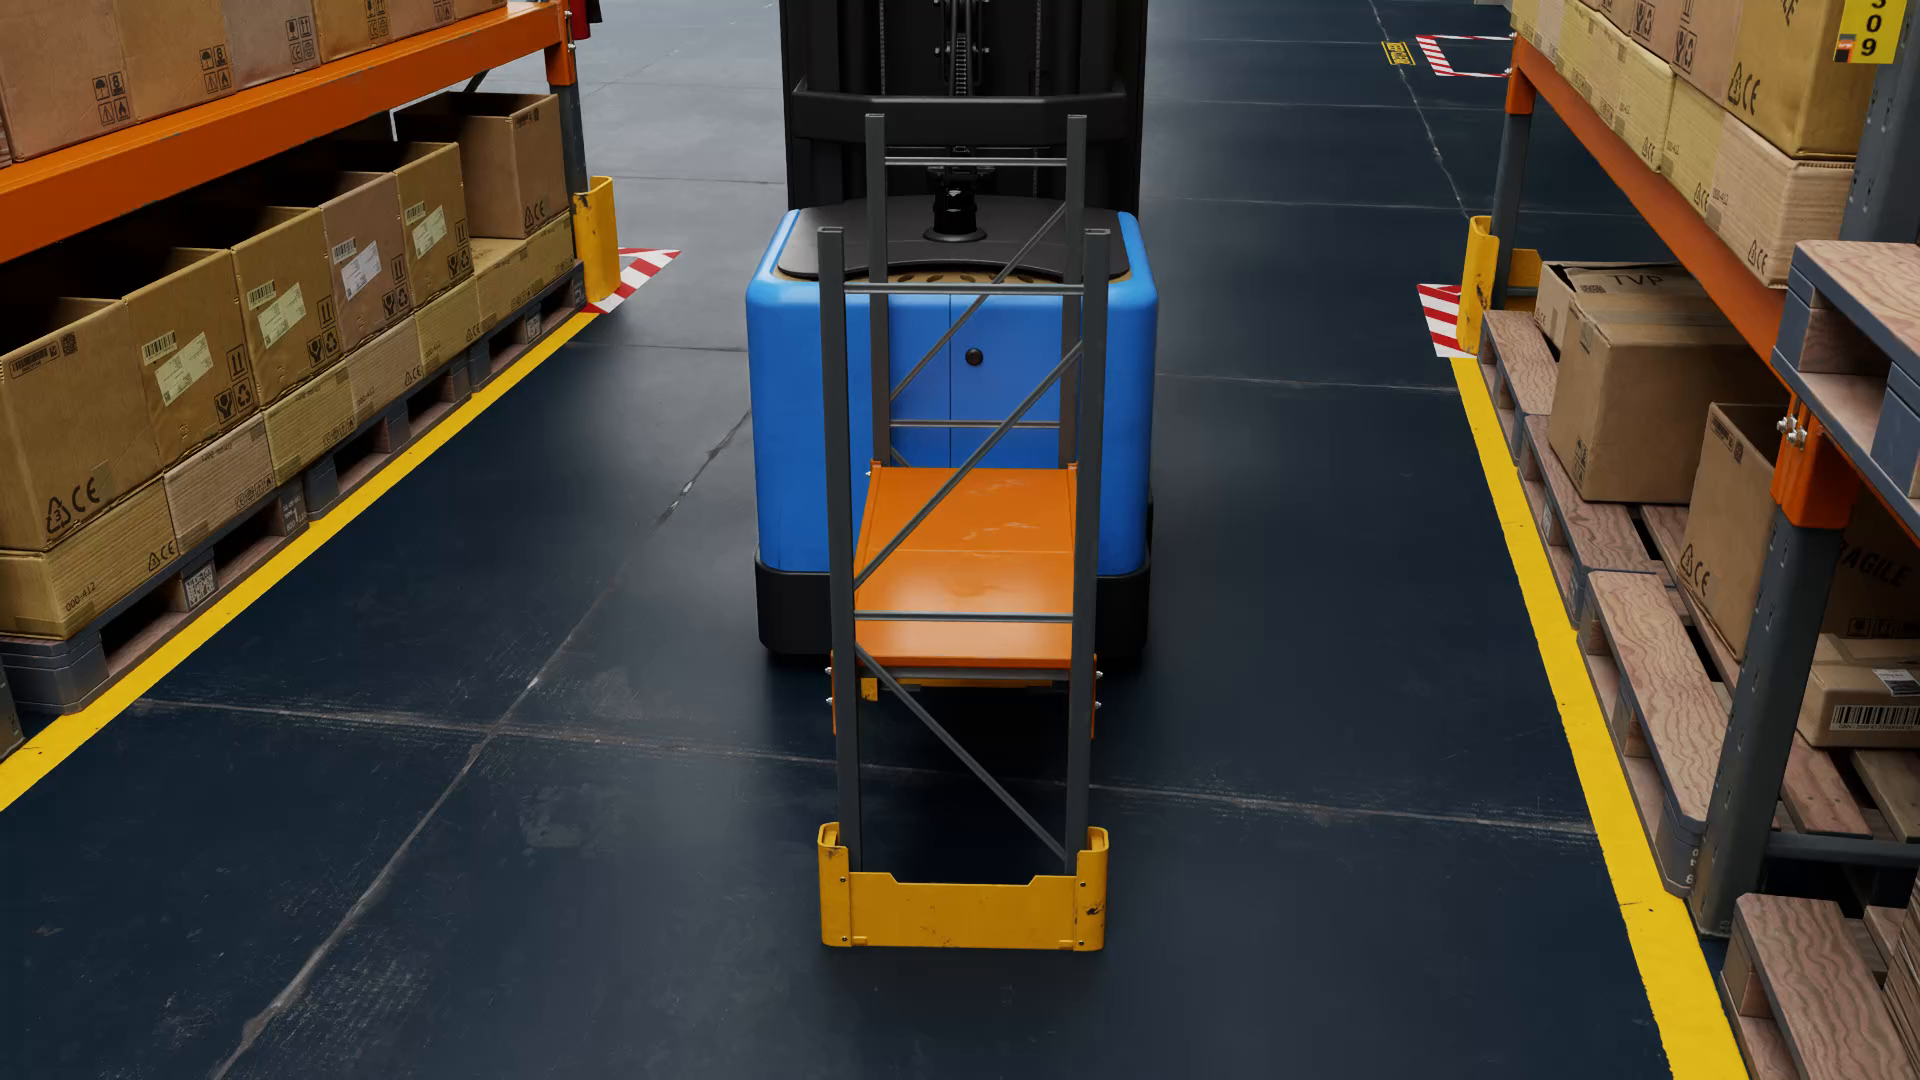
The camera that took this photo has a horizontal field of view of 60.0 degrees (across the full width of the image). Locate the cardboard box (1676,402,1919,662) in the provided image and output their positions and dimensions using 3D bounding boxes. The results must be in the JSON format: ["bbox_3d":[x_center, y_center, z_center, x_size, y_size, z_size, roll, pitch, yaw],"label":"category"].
[{"bbox_3d":[2.177,-0.021,4.187,0.500,0.500,0.500,2,25,5],"label":"cardboard box"}]

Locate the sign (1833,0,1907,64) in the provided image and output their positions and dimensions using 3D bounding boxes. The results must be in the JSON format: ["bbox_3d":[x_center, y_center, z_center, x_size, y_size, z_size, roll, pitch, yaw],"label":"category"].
[{"bbox_3d":[1.511,-0.944,2.707,0.100,0.325,0.005,4,25,9],"label":"sign"}]

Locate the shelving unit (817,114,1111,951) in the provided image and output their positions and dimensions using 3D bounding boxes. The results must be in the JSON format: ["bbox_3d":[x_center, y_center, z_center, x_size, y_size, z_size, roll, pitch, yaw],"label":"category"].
[{"bbox_3d":[0.021,-0.062,3.613,0.587,1.500,1.083,1,25,2],"label":"shelving unit"}]

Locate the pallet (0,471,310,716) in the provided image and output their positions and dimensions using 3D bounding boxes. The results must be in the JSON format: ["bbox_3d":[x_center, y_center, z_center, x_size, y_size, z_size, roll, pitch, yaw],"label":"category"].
[{"bbox_3d":[-2.669,0.074,4.842,1.003,0.211,1.213,4,25,9],"label":"pallet"}]

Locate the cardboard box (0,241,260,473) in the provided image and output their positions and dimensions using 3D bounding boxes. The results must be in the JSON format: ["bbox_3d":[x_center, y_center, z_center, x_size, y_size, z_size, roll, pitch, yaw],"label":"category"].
[{"bbox_3d":[-2.382,-0.525,4.698,0.500,0.500,0.500,4,25,9],"label":"cardboard box"}]

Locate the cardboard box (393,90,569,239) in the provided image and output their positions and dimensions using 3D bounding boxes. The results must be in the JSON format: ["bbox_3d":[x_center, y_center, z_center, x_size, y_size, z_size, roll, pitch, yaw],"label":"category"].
[{"bbox_3d":[-1.981,-1.572,6.933,0.500,0.500,0.500,4,25,9],"label":"cardboard box"}]

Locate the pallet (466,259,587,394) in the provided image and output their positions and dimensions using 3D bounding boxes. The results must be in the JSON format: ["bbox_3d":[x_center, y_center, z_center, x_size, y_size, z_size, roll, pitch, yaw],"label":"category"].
[{"bbox_3d":[-2.271,-0.946,7.023,1.003,0.211,1.213,4,25,9],"label":"pallet"}]

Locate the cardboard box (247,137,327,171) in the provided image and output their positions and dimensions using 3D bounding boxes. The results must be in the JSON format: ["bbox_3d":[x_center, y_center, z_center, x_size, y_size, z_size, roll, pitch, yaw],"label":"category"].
[{"bbox_3d":[-2.643,-1.188,6.114,0.500,0.500,0.500,4,25,9],"label":"cardboard box"}]

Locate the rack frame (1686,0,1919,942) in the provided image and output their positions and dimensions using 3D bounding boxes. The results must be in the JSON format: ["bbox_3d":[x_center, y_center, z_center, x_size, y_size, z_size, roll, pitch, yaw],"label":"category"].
[{"bbox_3d":[2.047,-0.517,2.817,1.000,3.000,0.127,4,25,9],"label":"rack frame"}]

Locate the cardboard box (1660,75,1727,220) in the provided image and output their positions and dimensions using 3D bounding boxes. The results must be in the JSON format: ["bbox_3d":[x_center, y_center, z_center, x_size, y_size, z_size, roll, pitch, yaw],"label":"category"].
[{"bbox_3d":[1.915,-0.885,3.757,0.500,0.250,0.500,4,25,9],"label":"cardboard box"}]

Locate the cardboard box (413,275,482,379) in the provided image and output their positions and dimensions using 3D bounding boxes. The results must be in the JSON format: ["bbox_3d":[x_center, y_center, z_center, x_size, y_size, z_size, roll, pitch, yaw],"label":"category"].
[{"bbox_3d":[-2.133,-0.813,6.196,0.500,0.250,0.500,4,25,9],"label":"cardboard box"}]

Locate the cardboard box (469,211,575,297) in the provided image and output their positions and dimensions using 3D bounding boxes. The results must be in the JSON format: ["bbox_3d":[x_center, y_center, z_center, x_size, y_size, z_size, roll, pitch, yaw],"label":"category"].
[{"bbox_3d":[-1.983,-1.232,7.092,0.500,0.250,0.500,4,25,9],"label":"cardboard box"}]

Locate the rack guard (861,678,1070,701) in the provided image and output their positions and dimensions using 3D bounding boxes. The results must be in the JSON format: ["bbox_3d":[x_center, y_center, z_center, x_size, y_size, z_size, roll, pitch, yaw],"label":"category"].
[{"bbox_3d":[0.036,0.293,4.329,0.587,0.250,0.087,1,25,2],"label":"rack guard"}]

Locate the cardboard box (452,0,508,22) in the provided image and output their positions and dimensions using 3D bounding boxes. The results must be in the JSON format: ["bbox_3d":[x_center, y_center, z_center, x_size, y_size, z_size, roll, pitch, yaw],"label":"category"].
[{"bbox_3d":[-2.276,-2.383,6.685,0.700,0.500,0.500,4,25,9],"label":"cardboard box"}]

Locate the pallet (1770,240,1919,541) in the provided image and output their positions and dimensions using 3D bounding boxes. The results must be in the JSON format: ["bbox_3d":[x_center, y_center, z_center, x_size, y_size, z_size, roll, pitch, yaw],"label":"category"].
[{"bbox_3d":[1.779,-0.121,2.196,1.003,0.211,1.213,4,25,9],"label":"pallet"}]

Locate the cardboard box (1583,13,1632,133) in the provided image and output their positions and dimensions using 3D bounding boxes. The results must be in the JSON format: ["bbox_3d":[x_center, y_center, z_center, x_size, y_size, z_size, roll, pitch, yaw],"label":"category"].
[{"bbox_3d":[2.063,-1.307,4.658,0.500,0.250,0.500,4,25,9],"label":"cardboard box"}]

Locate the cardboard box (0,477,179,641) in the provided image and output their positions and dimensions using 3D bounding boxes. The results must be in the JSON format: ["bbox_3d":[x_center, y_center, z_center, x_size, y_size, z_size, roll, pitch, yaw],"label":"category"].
[{"bbox_3d":[-2.466,0.023,4.410,0.500,0.250,0.500,4,25,9],"label":"cardboard box"}]

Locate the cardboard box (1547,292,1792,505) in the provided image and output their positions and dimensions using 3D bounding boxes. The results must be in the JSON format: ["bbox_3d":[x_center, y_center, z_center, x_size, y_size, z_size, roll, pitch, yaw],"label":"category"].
[{"bbox_3d":[2.237,-0.432,5.065,0.700,0.500,0.500,2,25,5],"label":"cardboard box"}]

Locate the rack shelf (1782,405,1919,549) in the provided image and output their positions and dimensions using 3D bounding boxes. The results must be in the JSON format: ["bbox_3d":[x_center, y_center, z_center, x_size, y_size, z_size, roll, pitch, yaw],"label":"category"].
[{"bbox_3d":[1.720,0.645,1.182,1.077,0.370,4.000,4,25,9],"label":"rack shelf"}]

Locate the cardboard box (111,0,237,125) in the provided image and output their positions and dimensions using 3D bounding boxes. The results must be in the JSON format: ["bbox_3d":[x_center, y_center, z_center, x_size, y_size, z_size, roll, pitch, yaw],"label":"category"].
[{"bbox_3d":[-2.609,-1.521,4.843,0.700,0.500,0.500,4,25,9],"label":"cardboard box"}]

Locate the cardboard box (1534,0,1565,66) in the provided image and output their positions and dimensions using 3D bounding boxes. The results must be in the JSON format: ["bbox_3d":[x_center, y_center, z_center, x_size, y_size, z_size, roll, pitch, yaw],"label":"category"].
[{"bbox_3d":[2.237,-1.731,5.563,0.500,0.250,0.500,3,25,7],"label":"cardboard box"}]

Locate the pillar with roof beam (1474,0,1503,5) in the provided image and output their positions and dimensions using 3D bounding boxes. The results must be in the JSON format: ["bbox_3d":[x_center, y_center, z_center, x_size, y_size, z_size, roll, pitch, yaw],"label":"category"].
[{"bbox_3d":[1.154,-9.872,15.725,9.100,9.000,0.400,4,25,9],"label":"pillar with roof beam"}]

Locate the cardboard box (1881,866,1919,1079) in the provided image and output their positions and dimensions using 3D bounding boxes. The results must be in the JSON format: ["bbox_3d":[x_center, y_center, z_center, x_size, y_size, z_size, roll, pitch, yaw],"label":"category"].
[{"bbox_3d":[1.943,0.725,2.593,0.700,0.500,0.500,5,26,10],"label":"cardboard box"}]

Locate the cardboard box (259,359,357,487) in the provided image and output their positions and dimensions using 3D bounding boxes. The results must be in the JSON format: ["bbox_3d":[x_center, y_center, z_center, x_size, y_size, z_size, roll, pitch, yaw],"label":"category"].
[{"bbox_3d":[-2.292,-0.394,5.302,0.500,0.250,0.500,4,25,9],"label":"cardboard box"}]

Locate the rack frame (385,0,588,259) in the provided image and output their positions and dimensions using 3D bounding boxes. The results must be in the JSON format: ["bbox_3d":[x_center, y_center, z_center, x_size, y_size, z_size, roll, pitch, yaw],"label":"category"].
[{"bbox_3d":[-2.187,-2.532,7.121,1.000,3.000,0.127,4,25,9],"label":"rack frame"}]

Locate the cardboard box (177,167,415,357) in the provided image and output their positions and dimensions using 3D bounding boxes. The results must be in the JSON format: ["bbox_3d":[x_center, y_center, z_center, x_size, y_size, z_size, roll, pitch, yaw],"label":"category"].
[{"bbox_3d":[-2.213,-0.943,5.590,0.500,0.500,0.500,4,25,9],"label":"cardboard box"}]

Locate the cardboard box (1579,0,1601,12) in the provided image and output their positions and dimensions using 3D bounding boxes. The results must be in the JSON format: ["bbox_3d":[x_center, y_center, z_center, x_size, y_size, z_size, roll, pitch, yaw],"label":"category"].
[{"bbox_3d":[2.145,-1.871,4.977,0.500,0.500,0.500,3,25,7],"label":"cardboard box"}]

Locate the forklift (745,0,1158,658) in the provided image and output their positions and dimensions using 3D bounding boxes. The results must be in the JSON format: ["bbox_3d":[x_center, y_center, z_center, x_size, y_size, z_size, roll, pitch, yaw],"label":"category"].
[{"bbox_3d":[0.017,-1.594,5.198,1.130,2.935,3.031,1,25,1],"label":"forklift"}]

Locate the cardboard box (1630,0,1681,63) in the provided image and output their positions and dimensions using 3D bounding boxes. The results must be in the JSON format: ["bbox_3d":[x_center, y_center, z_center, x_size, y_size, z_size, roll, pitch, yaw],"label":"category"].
[{"bbox_3d":[1.988,-1.436,4.049,0.500,0.500,0.500,3,25,7],"label":"cardboard box"}]

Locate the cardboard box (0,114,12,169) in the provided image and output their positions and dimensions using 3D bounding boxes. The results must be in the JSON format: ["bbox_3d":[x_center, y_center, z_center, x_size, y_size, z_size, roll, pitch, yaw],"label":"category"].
[{"bbox_3d":[-2.774,-1.090,3.923,0.700,0.500,0.500,3,25,7],"label":"cardboard box"}]

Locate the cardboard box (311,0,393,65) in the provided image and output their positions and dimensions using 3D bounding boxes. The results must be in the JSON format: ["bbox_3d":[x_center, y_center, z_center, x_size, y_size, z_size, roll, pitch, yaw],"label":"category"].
[{"bbox_3d":[-2.444,-1.956,5.772,0.700,0.500,0.500,4,25,9],"label":"cardboard box"}]

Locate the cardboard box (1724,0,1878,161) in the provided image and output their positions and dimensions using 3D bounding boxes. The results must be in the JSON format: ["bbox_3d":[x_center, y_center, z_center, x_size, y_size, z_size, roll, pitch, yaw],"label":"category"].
[{"bbox_3d":[1.819,-1.017,3.154,0.500,0.500,0.500,4,25,8],"label":"cardboard box"}]

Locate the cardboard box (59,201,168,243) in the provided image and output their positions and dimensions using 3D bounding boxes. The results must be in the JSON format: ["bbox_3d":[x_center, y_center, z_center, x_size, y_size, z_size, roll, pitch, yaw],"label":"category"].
[{"bbox_3d":[-2.809,-0.770,5.221,0.500,0.500,0.500,4,25,9],"label":"cardboard box"}]

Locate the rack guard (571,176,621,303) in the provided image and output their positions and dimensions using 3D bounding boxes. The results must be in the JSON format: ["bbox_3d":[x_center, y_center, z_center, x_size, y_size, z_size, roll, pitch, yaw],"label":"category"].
[{"bbox_3d":[-2.183,-1.410,7.672,1.175,0.500,0.348,4,25,9],"label":"rack guard"}]

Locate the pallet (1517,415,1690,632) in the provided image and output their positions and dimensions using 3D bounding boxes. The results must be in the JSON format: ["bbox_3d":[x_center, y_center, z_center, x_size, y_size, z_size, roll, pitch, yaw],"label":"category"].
[{"bbox_3d":[2.319,-0.049,5.107,1.003,0.211,1.213,4,25,9],"label":"pallet"}]

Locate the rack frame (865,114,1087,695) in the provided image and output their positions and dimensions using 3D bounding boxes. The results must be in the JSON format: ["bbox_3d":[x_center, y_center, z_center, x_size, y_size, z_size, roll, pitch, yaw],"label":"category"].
[{"bbox_3d":[0.036,-0.281,4.082,0.500,1.500,0.032,1,25,2],"label":"rack frame"}]
